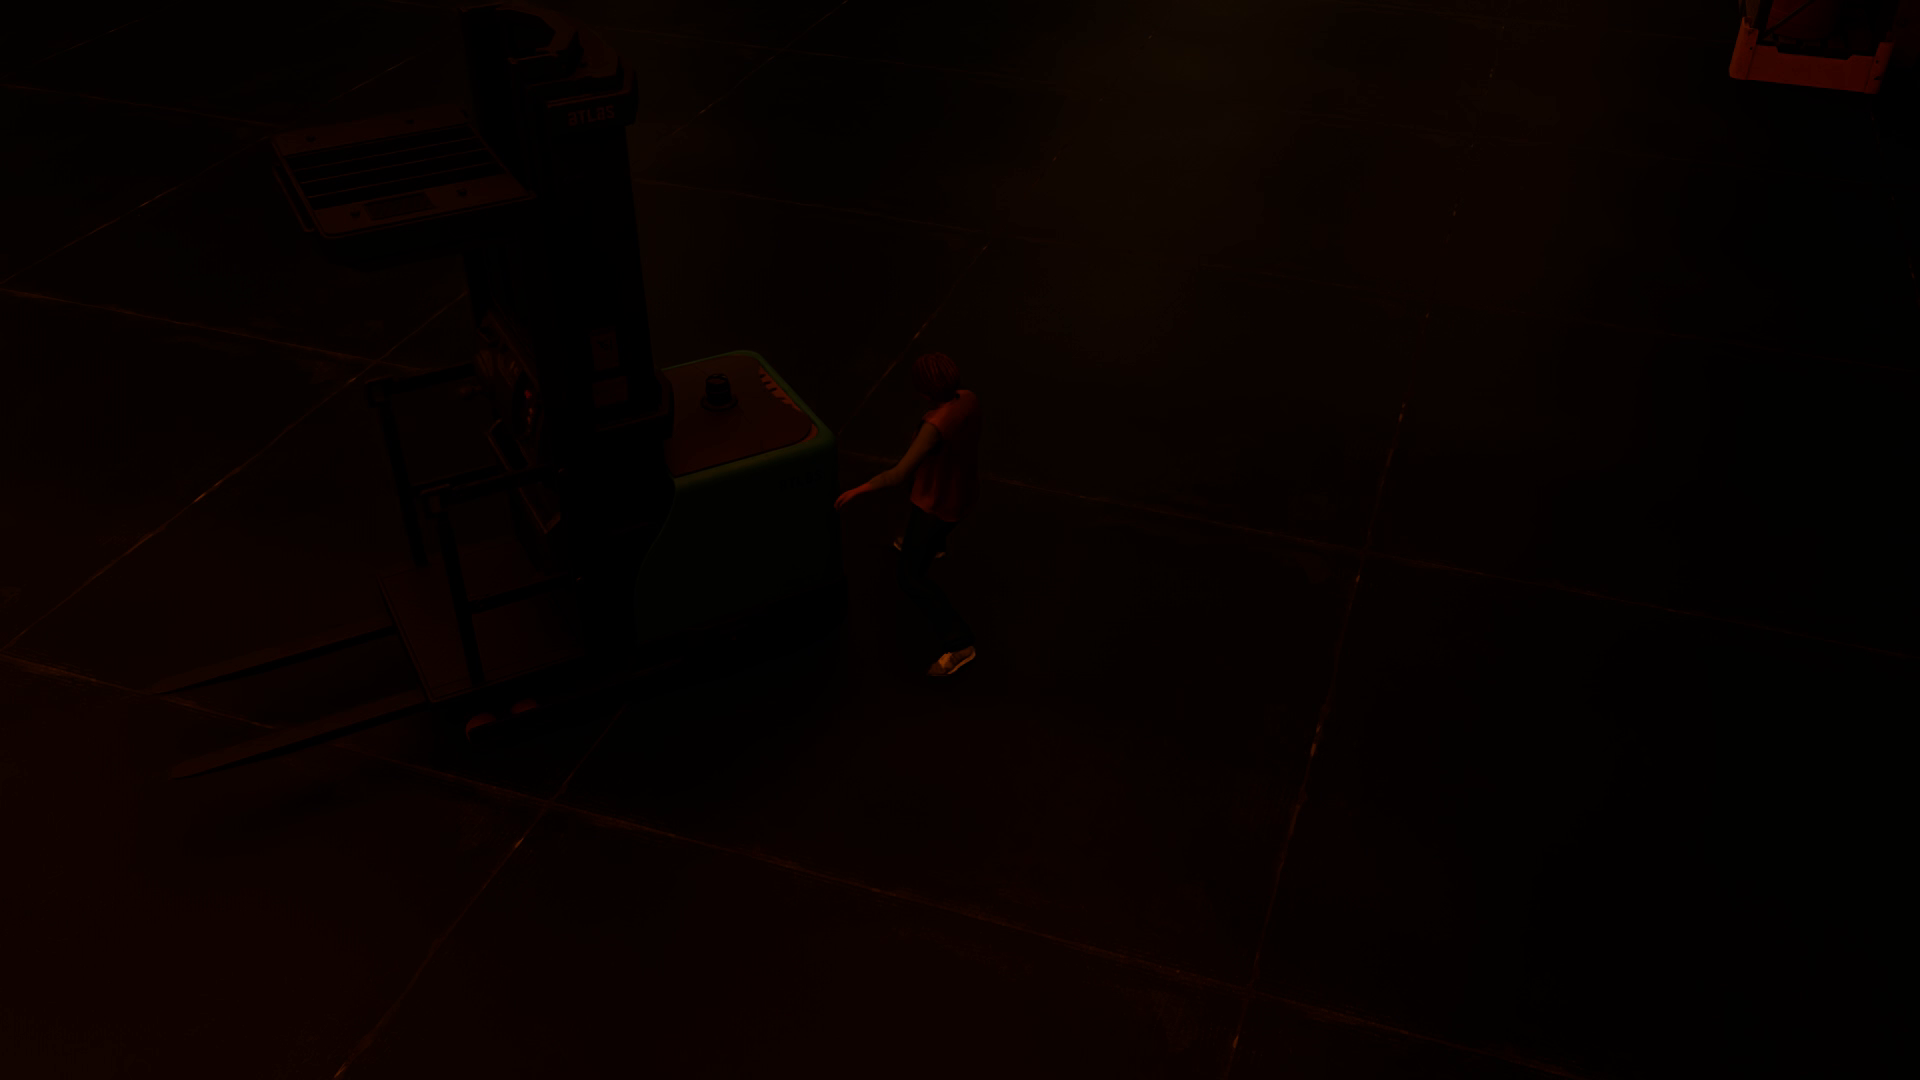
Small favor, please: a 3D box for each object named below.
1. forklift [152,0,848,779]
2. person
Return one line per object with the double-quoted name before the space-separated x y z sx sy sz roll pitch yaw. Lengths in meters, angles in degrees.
"forklift" -2.083 -0.617 6.982 3.031 2.935 1.130 -18 39 -23
"person" -0.154 -0.226 7.768 0.811 1.451 0.869 19 40 25
